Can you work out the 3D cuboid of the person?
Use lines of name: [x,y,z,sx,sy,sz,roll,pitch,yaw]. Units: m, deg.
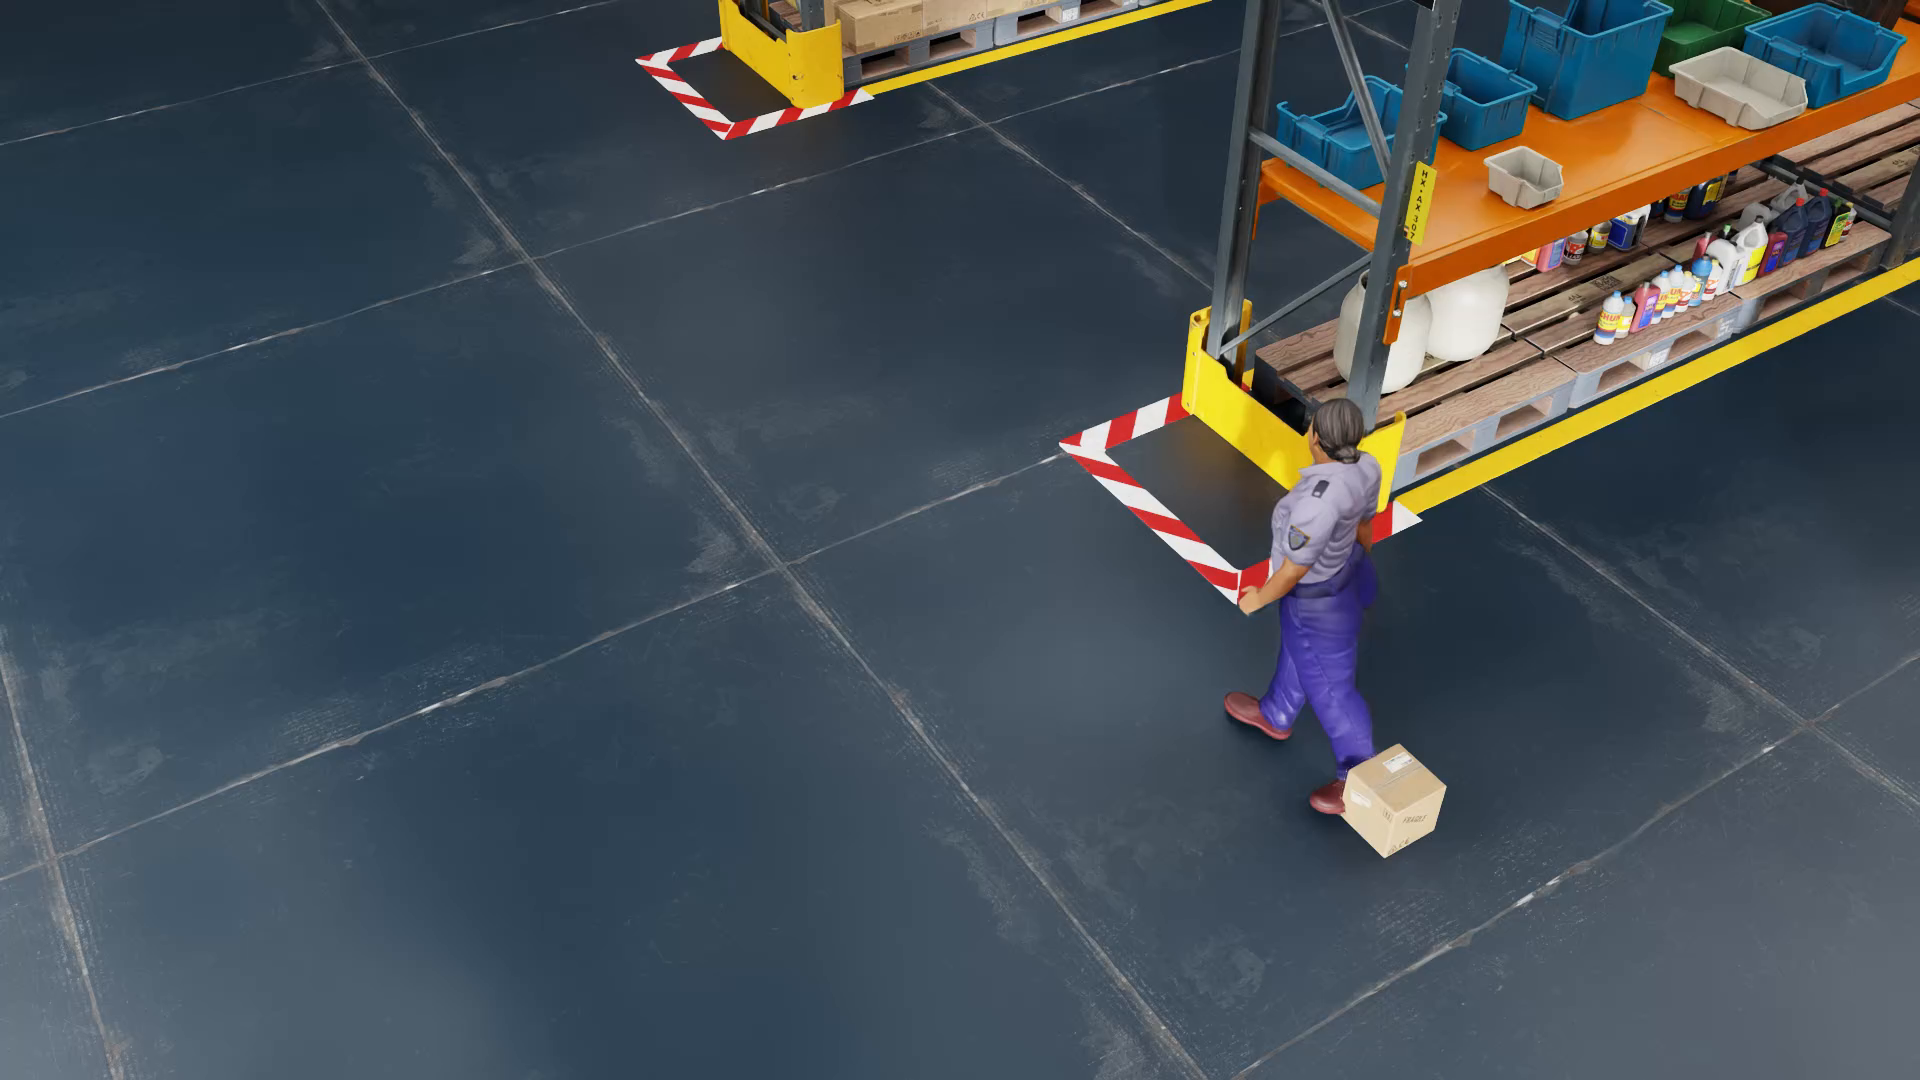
person: [1.300,0.220,5.920,0.693,1.618,0.511,21,45,22]
